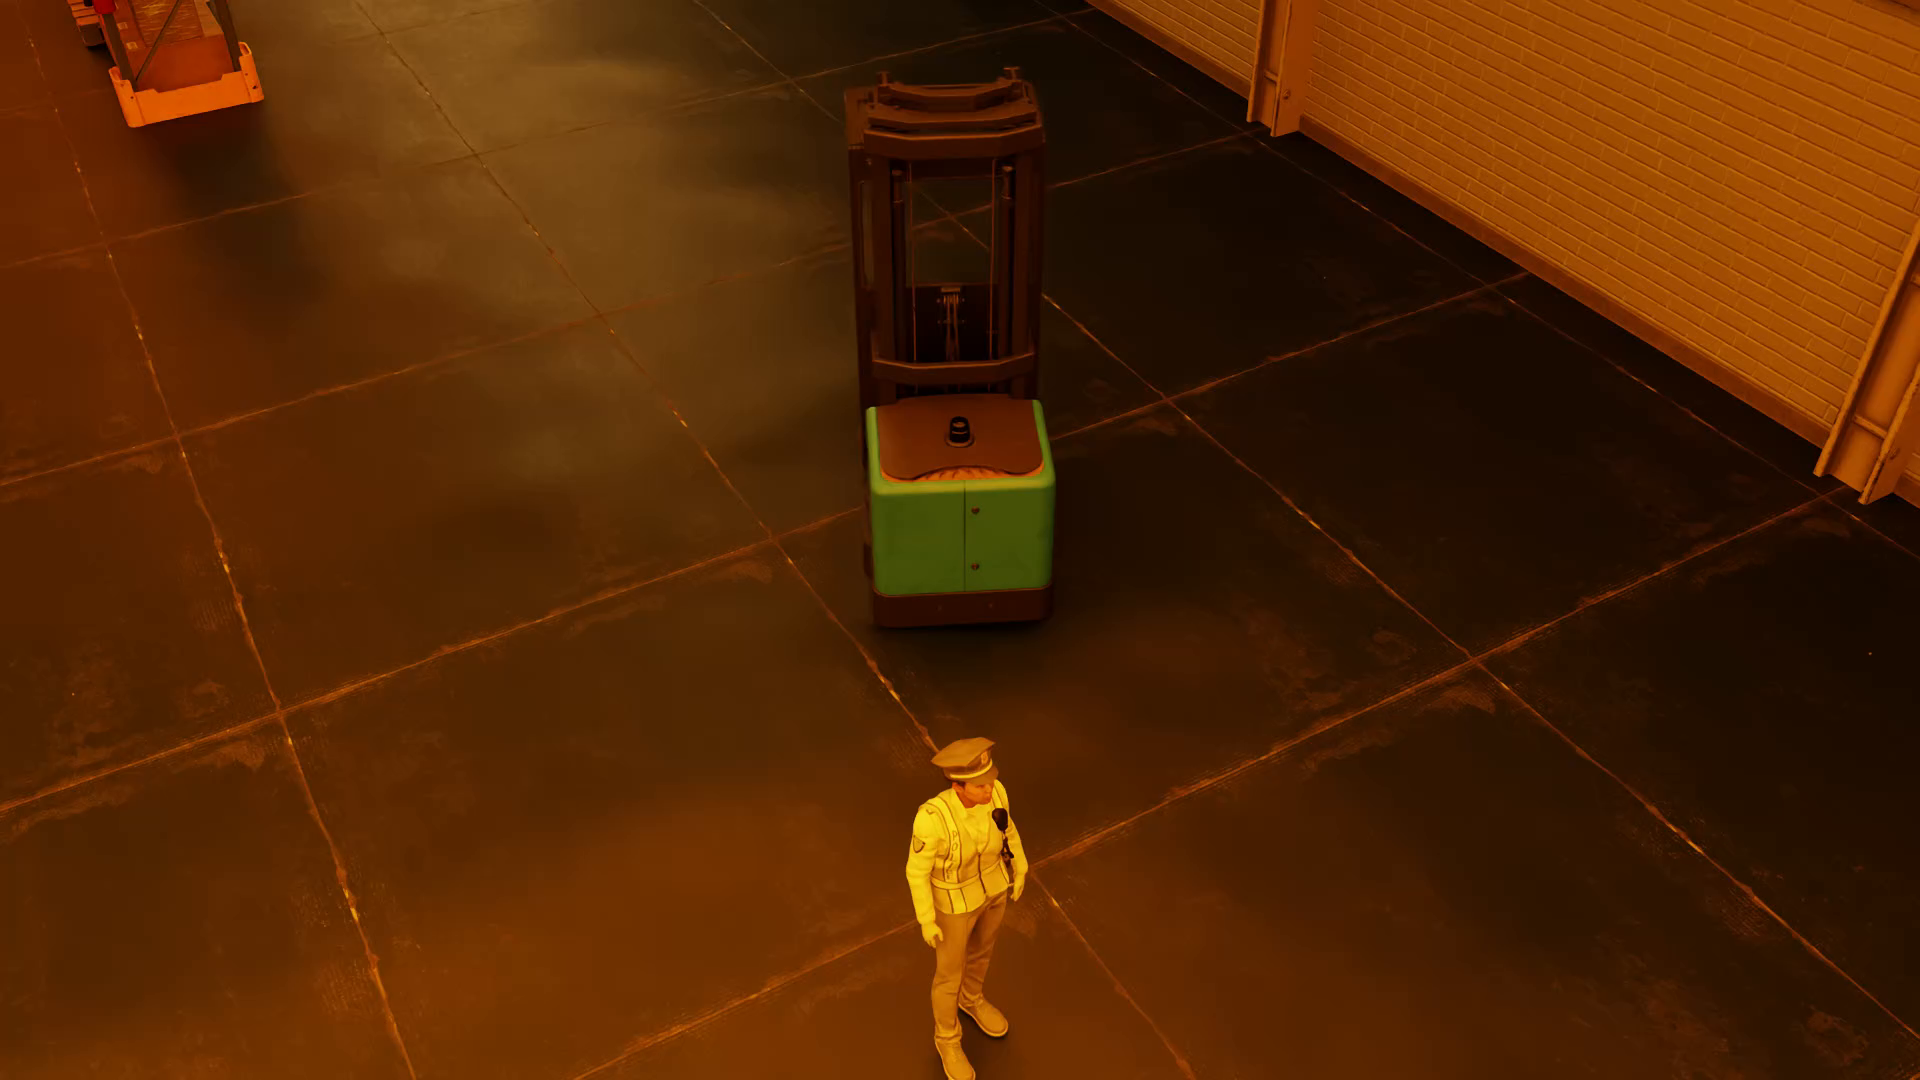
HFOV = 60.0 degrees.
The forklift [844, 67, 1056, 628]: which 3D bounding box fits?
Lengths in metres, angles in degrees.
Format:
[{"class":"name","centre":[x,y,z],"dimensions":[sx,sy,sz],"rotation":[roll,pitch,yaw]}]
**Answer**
[{"class":"forklift","centre":[-0.091,-1.550,9.905],"dimensions":[1.130,2.935,3.031],"rotation":[-3,40,-3]}]

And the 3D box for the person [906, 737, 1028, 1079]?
[{"class":"person","centre":[0.076,1.552,7.123],"dimensions":[0.589,1.696,0.532],"rotation":[-26,46,-28]}]
